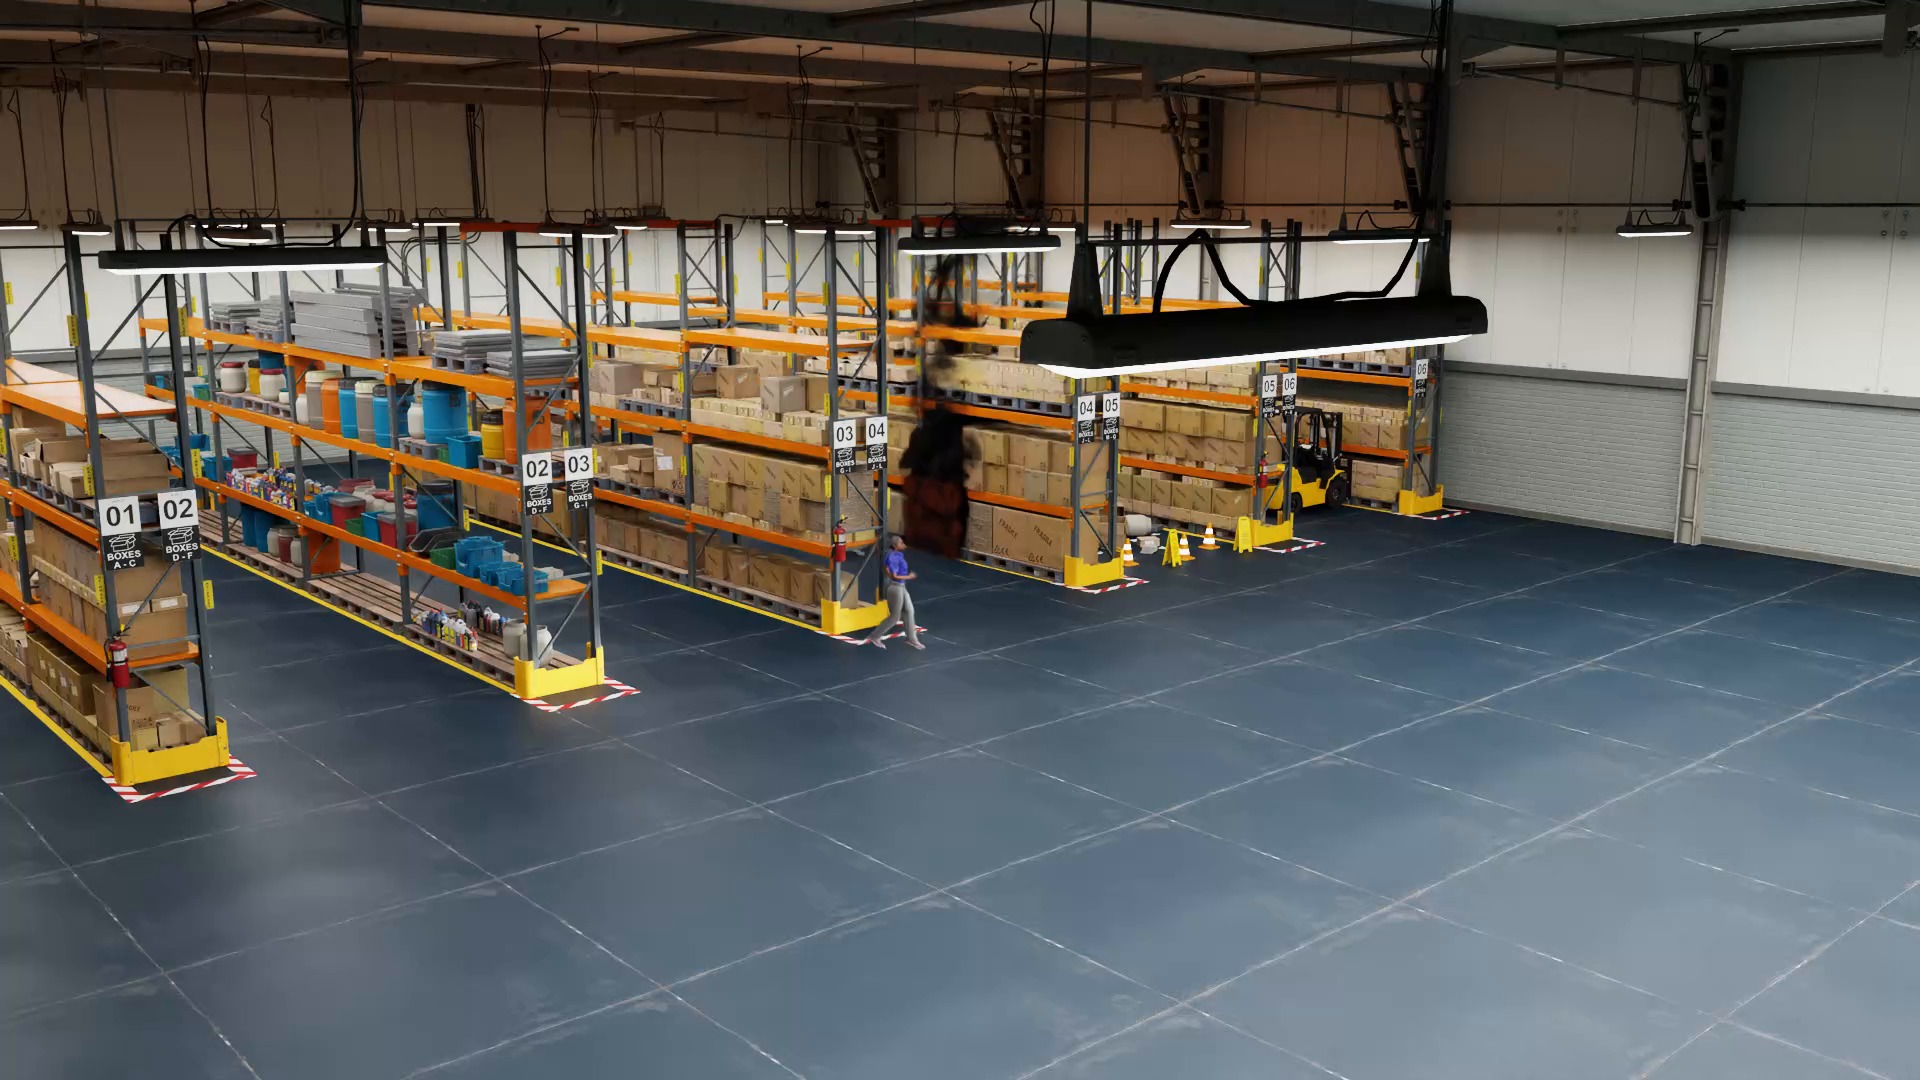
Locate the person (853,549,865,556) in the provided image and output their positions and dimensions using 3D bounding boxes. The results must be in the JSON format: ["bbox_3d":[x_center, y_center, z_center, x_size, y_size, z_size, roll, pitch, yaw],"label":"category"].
[{"bbox_3d":[-2.141,-0.643,30.408,0.653,1.820,0.928,-11,16,-44],"label":"person"}]

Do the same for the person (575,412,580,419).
[{"bbox_3d":[-8.572,-2.051,37.617,0.685,1.743,0.586,-7,13,-32],"label":"person"}]

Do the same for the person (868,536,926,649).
[{"bbox_3d":[-0.914,0.774,23.821,0.820,1.688,0.582,1,11,4],"label":"person"}]
